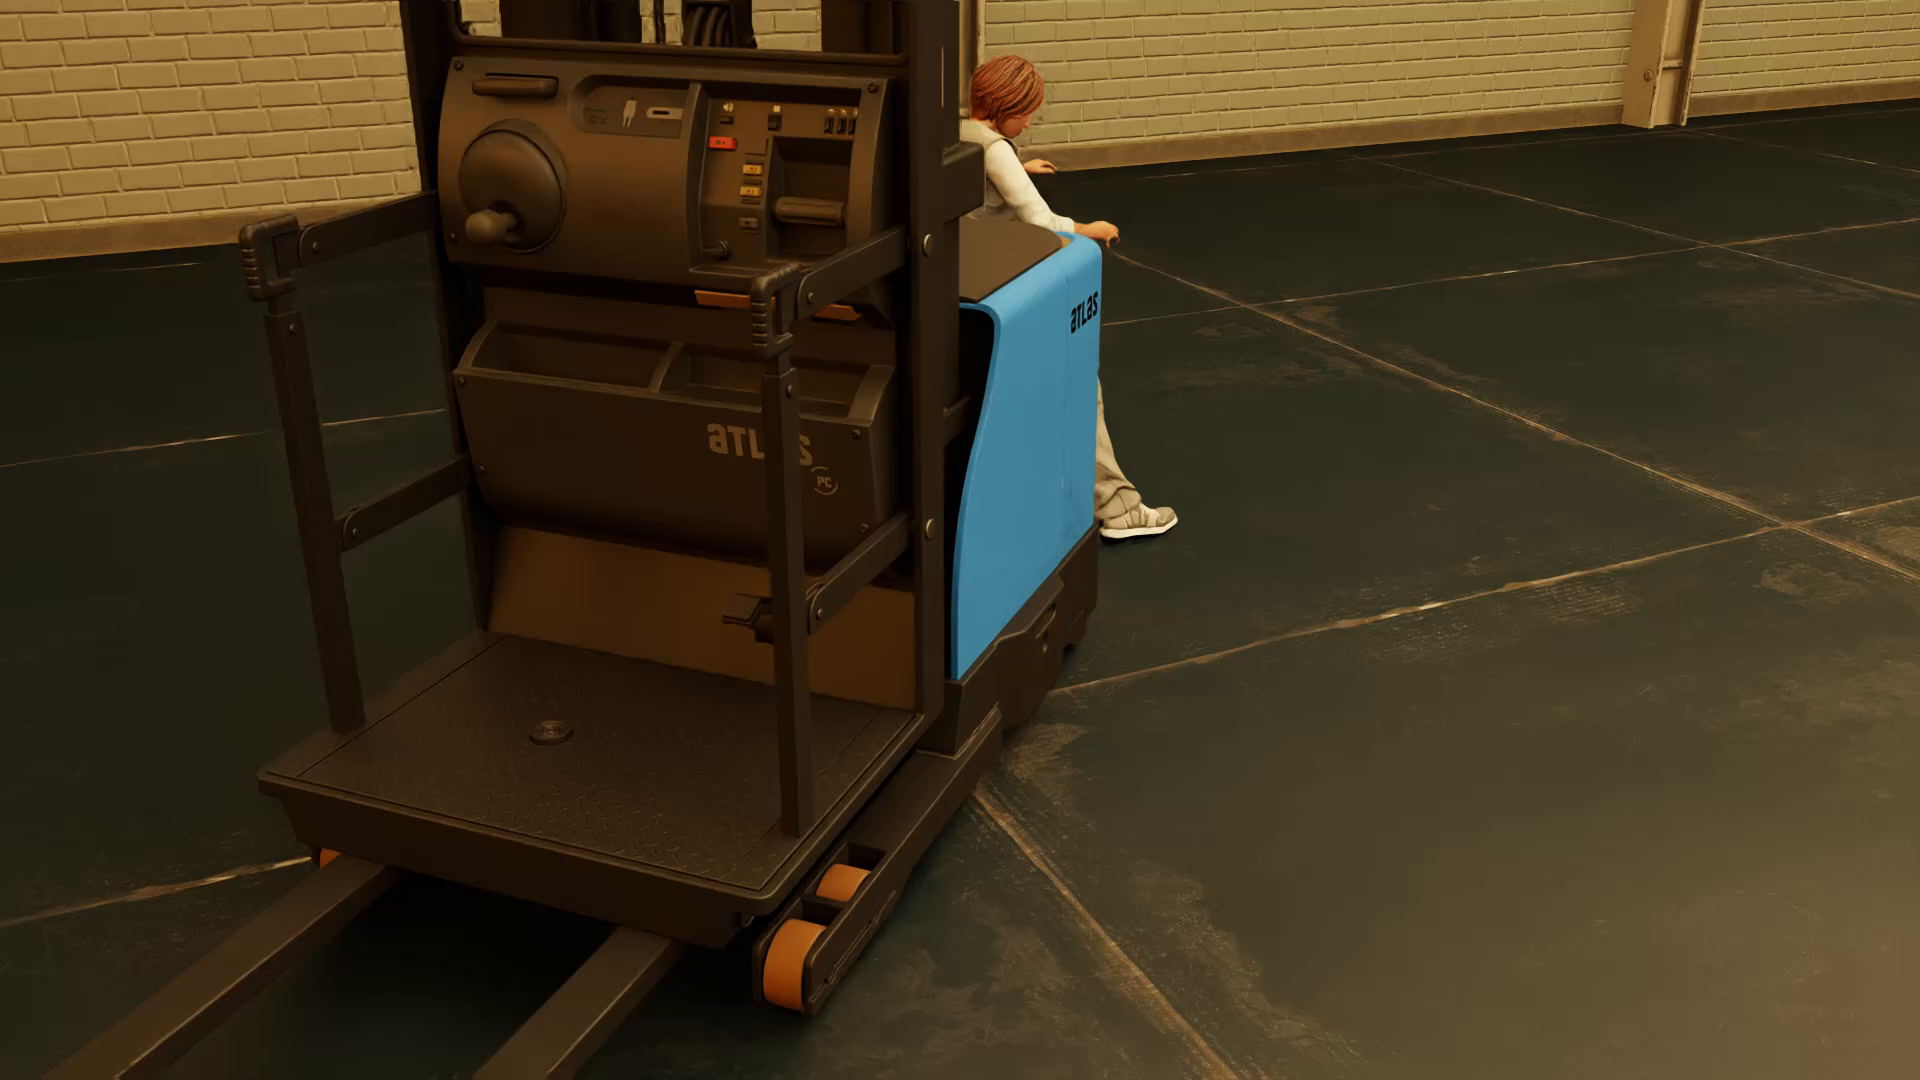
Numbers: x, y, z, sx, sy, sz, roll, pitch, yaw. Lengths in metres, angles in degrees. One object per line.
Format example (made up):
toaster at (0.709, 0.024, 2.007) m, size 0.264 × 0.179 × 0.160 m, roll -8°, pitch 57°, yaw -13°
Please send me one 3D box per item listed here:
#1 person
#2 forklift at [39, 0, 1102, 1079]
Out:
person at (0.192, -0.821, 5.261) m, size 0.648 × 1.396 × 1.126 m, roll -9°, pitch 24°, yaw -20°
forklift at (-0.647, -0.675, 2.911) m, size 1.130 × 2.935 × 3.031 m, roll 9°, pitch 24°, yaw 20°
